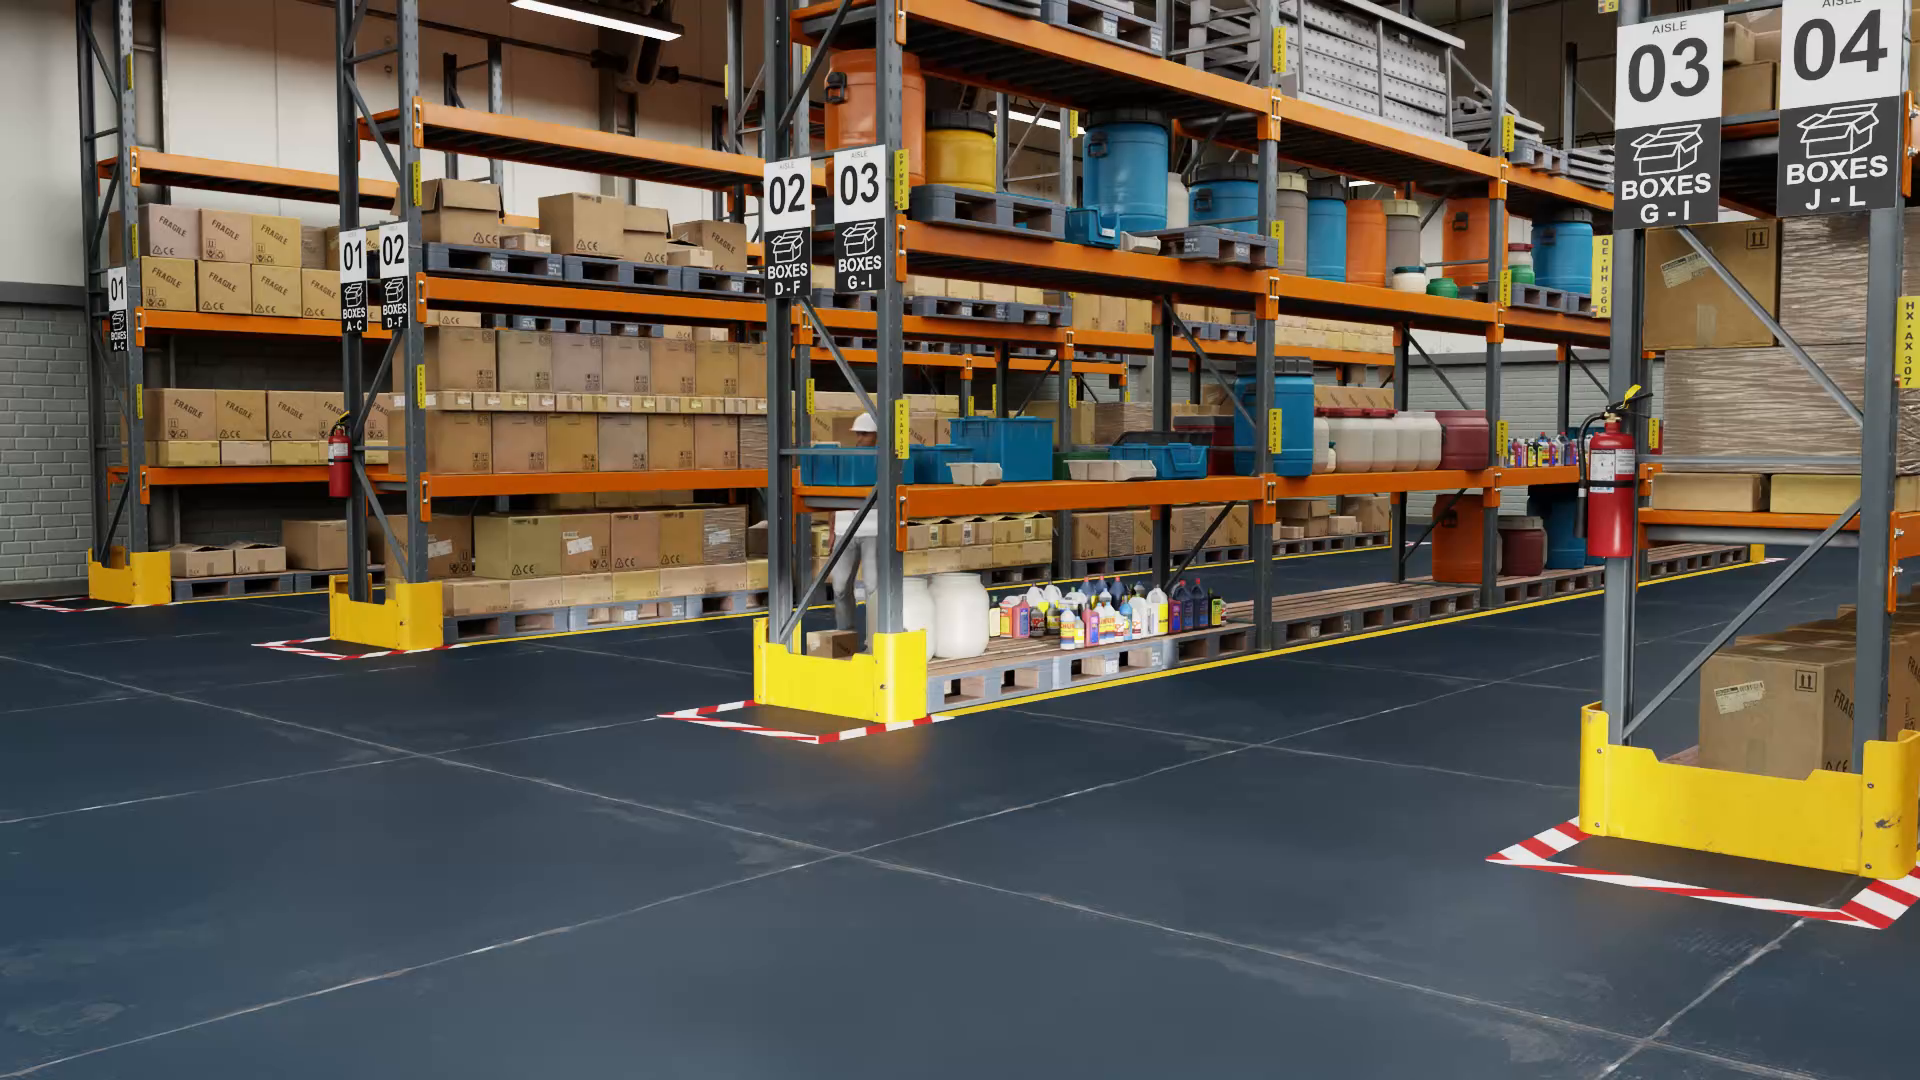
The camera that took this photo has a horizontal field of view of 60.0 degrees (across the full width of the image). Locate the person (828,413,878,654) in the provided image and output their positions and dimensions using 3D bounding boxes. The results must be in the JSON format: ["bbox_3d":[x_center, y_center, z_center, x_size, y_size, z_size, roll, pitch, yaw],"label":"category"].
[{"bbox_3d":[-0.689,0.001,11.864,0.588,1.810,0.493,1,4,22],"label":"person"}]
